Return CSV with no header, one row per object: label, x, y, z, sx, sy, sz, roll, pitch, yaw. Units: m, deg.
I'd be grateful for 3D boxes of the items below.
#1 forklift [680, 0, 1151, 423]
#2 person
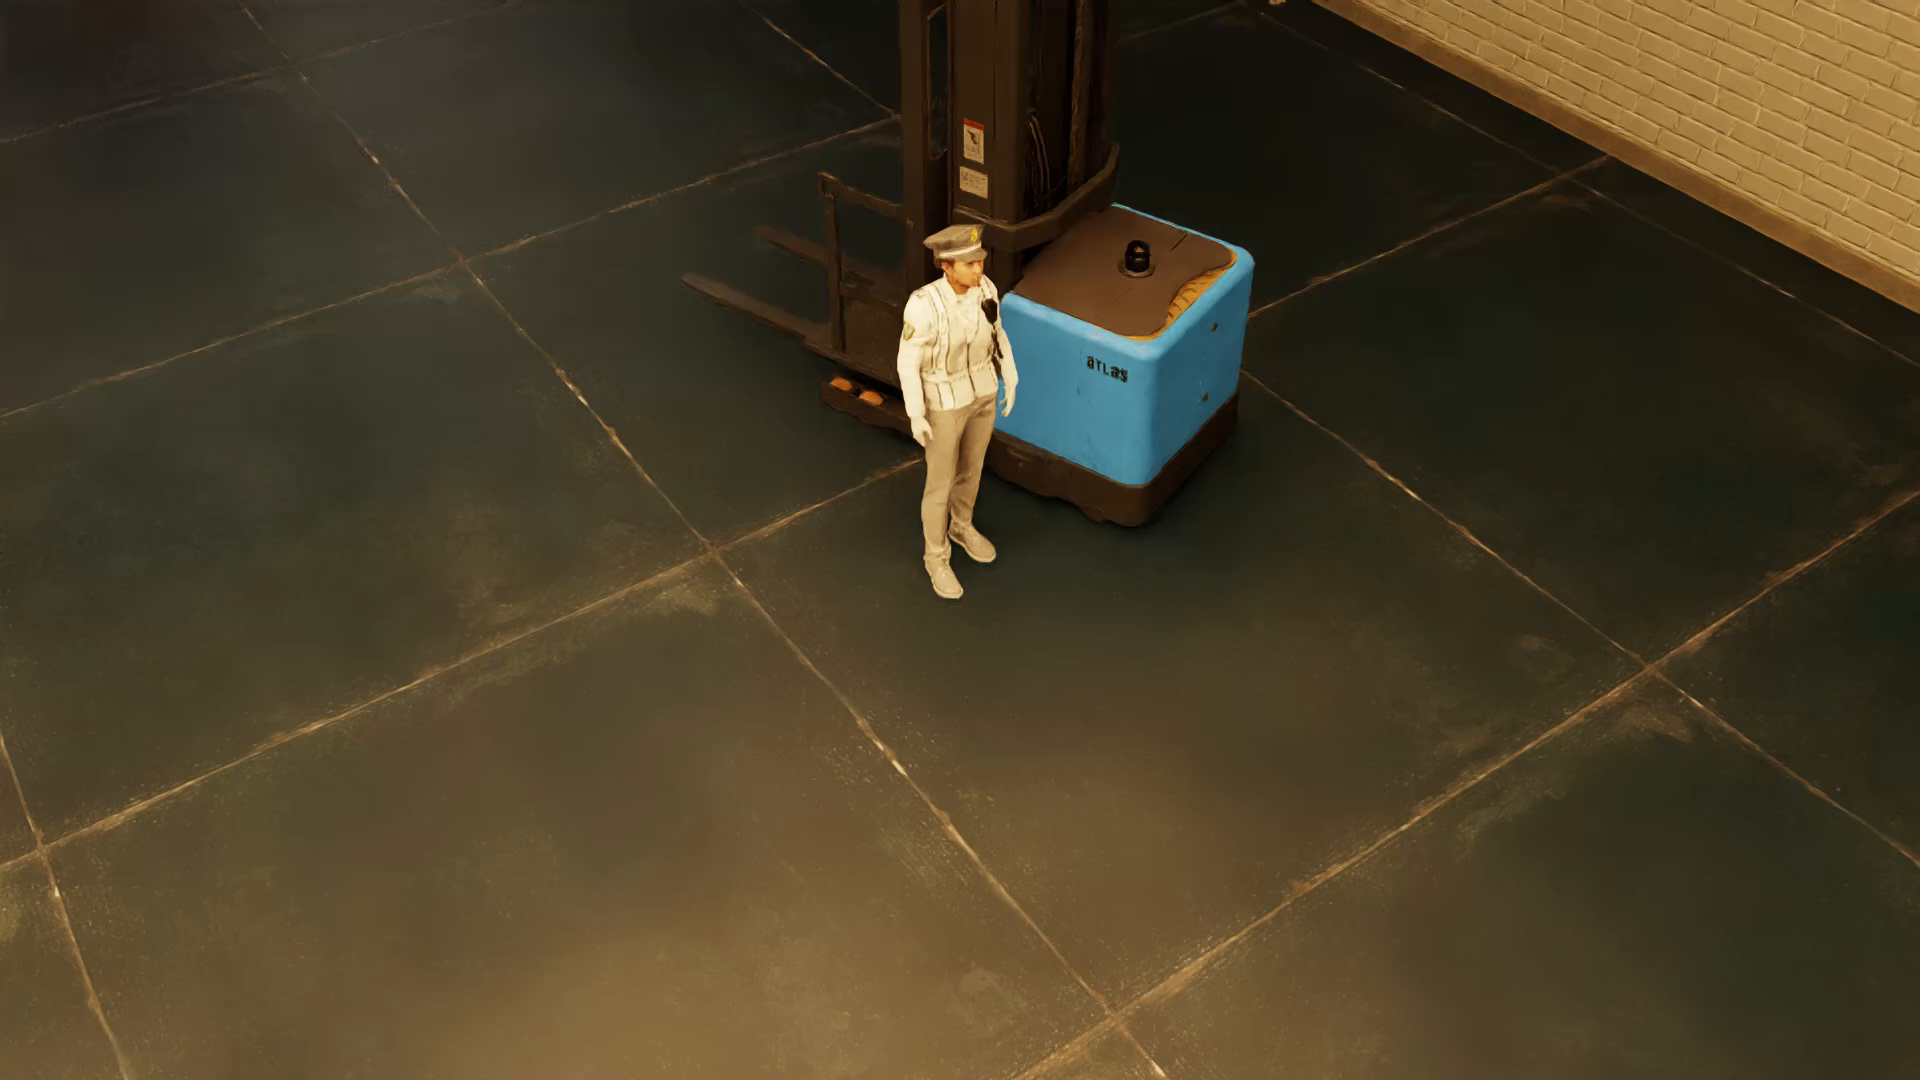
forklift,-0.103,-1.945,7.826,3.031,2.935,1.121,25,48,25
person,0.032,-0.589,7.256,0.586,1.695,0.535,-25,48,-25
